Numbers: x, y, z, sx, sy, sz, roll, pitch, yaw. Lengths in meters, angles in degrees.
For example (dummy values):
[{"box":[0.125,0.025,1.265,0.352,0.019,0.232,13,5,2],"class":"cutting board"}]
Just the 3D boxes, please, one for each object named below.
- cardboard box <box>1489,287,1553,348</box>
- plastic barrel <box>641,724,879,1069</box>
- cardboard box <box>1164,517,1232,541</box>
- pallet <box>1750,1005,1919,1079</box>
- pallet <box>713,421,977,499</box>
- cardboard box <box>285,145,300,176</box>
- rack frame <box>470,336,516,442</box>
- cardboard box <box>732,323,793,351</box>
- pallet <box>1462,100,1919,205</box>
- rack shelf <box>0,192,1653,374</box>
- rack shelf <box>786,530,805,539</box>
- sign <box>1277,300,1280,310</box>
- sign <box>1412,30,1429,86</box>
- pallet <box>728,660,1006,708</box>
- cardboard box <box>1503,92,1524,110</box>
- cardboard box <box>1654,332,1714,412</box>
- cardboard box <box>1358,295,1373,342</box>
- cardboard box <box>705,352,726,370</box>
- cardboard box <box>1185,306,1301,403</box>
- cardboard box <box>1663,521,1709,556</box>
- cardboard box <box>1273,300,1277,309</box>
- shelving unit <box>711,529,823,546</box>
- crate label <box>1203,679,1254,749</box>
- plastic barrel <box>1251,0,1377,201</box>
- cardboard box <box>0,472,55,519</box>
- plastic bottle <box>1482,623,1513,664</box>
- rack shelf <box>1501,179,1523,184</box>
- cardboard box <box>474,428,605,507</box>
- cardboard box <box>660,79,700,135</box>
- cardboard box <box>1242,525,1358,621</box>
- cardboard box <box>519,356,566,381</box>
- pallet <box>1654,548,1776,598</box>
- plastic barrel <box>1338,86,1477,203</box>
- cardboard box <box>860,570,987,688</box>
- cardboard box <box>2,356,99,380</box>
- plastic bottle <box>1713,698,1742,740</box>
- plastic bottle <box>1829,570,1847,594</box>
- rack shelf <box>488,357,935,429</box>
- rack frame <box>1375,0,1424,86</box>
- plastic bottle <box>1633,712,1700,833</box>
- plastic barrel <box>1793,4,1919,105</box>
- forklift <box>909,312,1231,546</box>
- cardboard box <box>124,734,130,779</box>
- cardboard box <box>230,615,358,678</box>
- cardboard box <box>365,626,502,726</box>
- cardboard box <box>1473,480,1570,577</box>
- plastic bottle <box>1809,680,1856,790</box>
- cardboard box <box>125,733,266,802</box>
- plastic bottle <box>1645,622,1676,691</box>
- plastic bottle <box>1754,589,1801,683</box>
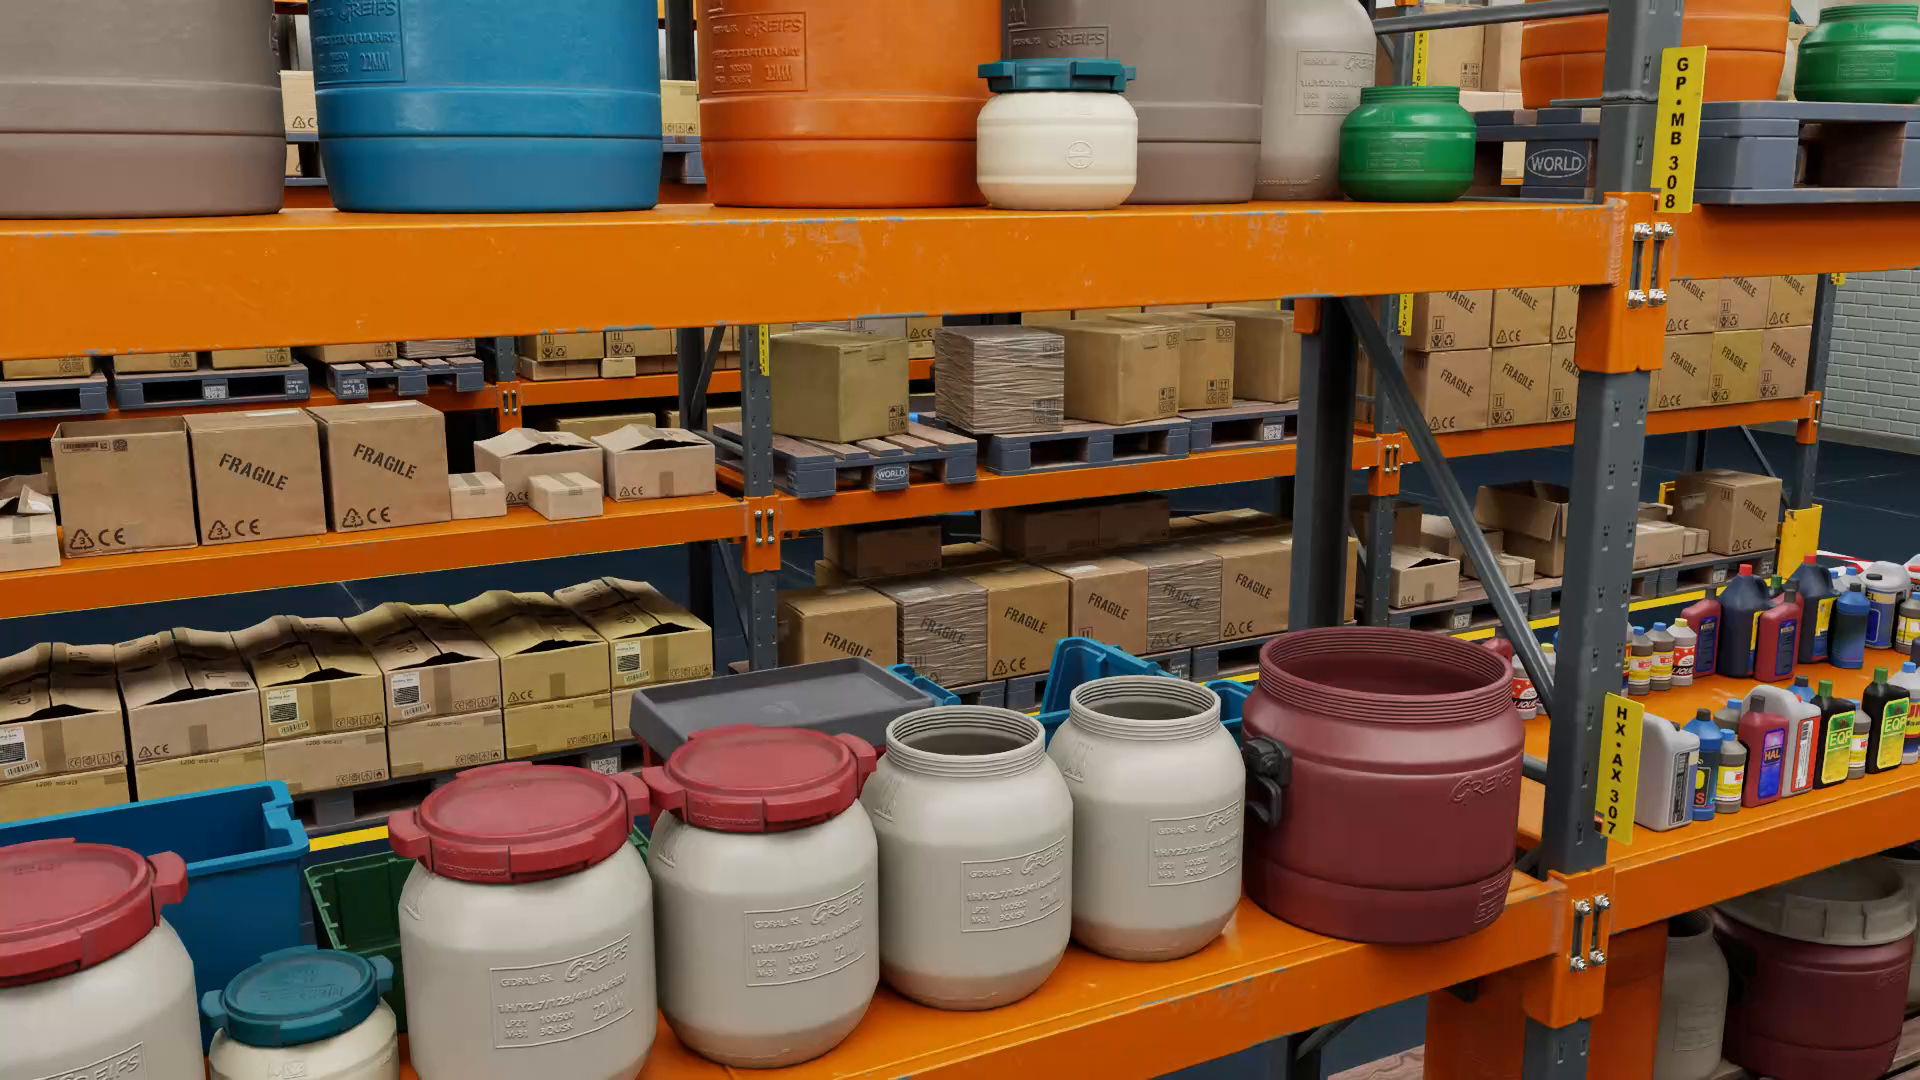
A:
[{"box":[3.323,-1.483,10.363,0.500,0.500,0.500,-7,15,-30],"class":"cardboard box"},{"box":[-0.361,0.652,3.070,0.433,0.535,0.433,0,13,0],"class":"plastic barrel"},{"box":[1.318,0.170,10.213,0.500,0.500,0.500,-7,14,-27],"class":"cardboard box"},{"box":[2.923,1.621,5.427,1.213,0.211,1.003,-7,14,-28],"class":"pallet"},{"box":[-0.628,-0.467,8.791,1.003,0.211,1.213,-7,14,-28],"class":"pallet"},{"box":[-4.748,-2.835,11.764,0.637,0.503,0.797,-5,14,-20],"class":"cardboard box"},{"box":[-3.566,-1.430,12.633,0.127,3.000,1.000,-7,14,-28],"class":"rack frame"},{"box":[-1.663,-1.797,13.313,0.500,0.500,0.500,-6,14,-26],"class":"cardboard box"},{"box":[1.899,-0.954,4.115,1.213,0.211,1.003,-7,14,-28],"class":"pallet"},{"box":[-0.574,-0.423,2.964,4.000,0.370,1.077,-7,14,-28],"class":"rack shelf"},{"box":[-1.320,-0.127,13.233,0.103,0.180,0.258,-5,14,-21],"class":"rack shelf"},{"box":[2.055,-1.423,10.629,0.005,0.325,0.100,-7,14,-28],"class":"sign"},{"box":[2.591,-2.698,9.360,0.005,0.325,0.100,-7,14,-28],"class":"sign"},{"box":[-0.516,0.813,9.016,1.213,0.211,1.003,-7,14,-28],"class":"pallet"},{"box":[3.306,-2.587,10.145,0.500,0.250,0.500,-7,14,-28],"class":"cardboard box"},{"box":[4.676,-1.160,11.205,0.500,0.500,0.500,-7,14,-27],"class":"cardboard box"},{"box":[2.642,-1.537,10.600,0.500,0.500,0.500,-7,14,-28],"class":"cardboard box"},{"box":[-2.050,-1.448,13.240,0.250,0.149,0.380,-7,14,-27],"class":"cardboard box"},{"box":[1.799,-1.144,10.176,0.700,0.500,0.500,11,17,41],"class":"cardboard box"},{"box":[5.075,-0.020,11.818,0.250,0.166,0.380,-7,14,-28],"class":"cardboard box"},{"box":[3.013,-2.363,16.093,0.700,0.700,0.980,-6,14,-25],"class":"cardboard box"},{"box":[-1.583,-0.104,13.130,1.200,0.189,0.258,-5,14,-21],"class":"shelving unit"},{"box":[0.632,0.533,4.292,0.416,0.233,0.303,-7,14,-28],"class":"crate label"},{"box":[0.762,-1.066,3.925,0.421,0.512,0.421,0,13,0],"class":"plastic barrel"},{"box":[-4.016,-0.118,7.106,0.258,0.266,0.396,-7,15,-29],"class":"cardboard box"},{"box":[1.534,0.387,4.825,0.133,0.283,0.061,-7,14,-28],"class":"plastic bottle"},{"box":[4.077,-2.220,10.948,4.000,0.370,1.077,-7,14,-28],"class":"rack shelf"},{"box":[-2.067,-0.376,8.151,0.500,0.311,0.500,-7,14,-29],"class":"cardboard box"},{"box":[-2.236,-3.341,13.061,0.500,0.500,0.700,-6,14,-25],"class":"cardboard box"},{"box":[2.026,0.215,10.013,0.500,0.500,0.500,-7,14,-28],"class":"cardboard box"},{"box":[-3.166,-1.308,12.614,0.250,0.149,0.380,-7,14,-29],"class":"cardboard box"},{"box":[5.067,0.135,12.030,1.213,0.211,1.003,-7,14,-28],"class":"pallet"},{"box":[0.989,-0.873,3.678,0.294,0.245,0.294,0,13,0],"class":"plastic barrel"},{"box":[-0.196,0.480,8.837,0.500,0.500,0.500,-7,15,-30],"class":"cardboard box"},{"box":[-6.120,-1.377,11.168,0.500,0.500,0.700,-5,14,-22],"class":"cardboard box"},{"box":[2.046,0.522,4.411,0.097,0.201,0.097,0,13,0],"class":"plastic bottle"},{"box":[2.886,0.235,5.526,0.097,0.271,0.097,0,13,0],"class":"plastic bottle"},{"box":[-1.810,-1.290,13.647,4.000,0.370,1.077,-7,14,-28],"class":"rack shelf"},{"box":[2.322,-3.824,9.604,0.127,3.000,1.000,-7,14,-28],"class":"rack frame"},{"box":[1.716,0.556,4.089,0.135,0.276,0.152,-7,14,-28],"class":"plastic bottle"},{"box":[2.221,-1.181,4.090,0.294,0.245,0.294,0,13,0],"class":"plastic barrel"},{"box":[0.620,-1.413,12.712,3.031,2.935,1.130,2,13,7],"class":"forklift"},{"box":[-4.030,0.929,7.456,0.500,0.250,0.500,-7,14,-29],"class":"cardboard box"},{"box":[-3.146,0.550,7.864,0.500,0.311,0.500,-7,14,-29],"class":"cardboard box"},{"box":[-2.428,0.598,7.650,0.500,0.311,0.500,-7,14,-28],"class":"cardboard box"},{"box":[3.968,-0.092,11.371,0.637,0.503,0.797,-7,14,-28],"class":"cardboard box"},{"box":[2.261,0.499,4.328,0.133,0.283,0.061,-7,14,-28],"class":"plastic bottle"},{"box":[-3.325,0.978,7.238,0.500,0.250,0.500,-7,15,-30],"class":"cardboard box"},{"box":[2.157,0.357,5.145,0.097,0.201,0.097,0,13,0],"class":"plastic bottle"},{"box":[2.566,0.299,5.214,0.133,0.283,0.061,-7,14,-28],"class":"plastic bottle"}]
